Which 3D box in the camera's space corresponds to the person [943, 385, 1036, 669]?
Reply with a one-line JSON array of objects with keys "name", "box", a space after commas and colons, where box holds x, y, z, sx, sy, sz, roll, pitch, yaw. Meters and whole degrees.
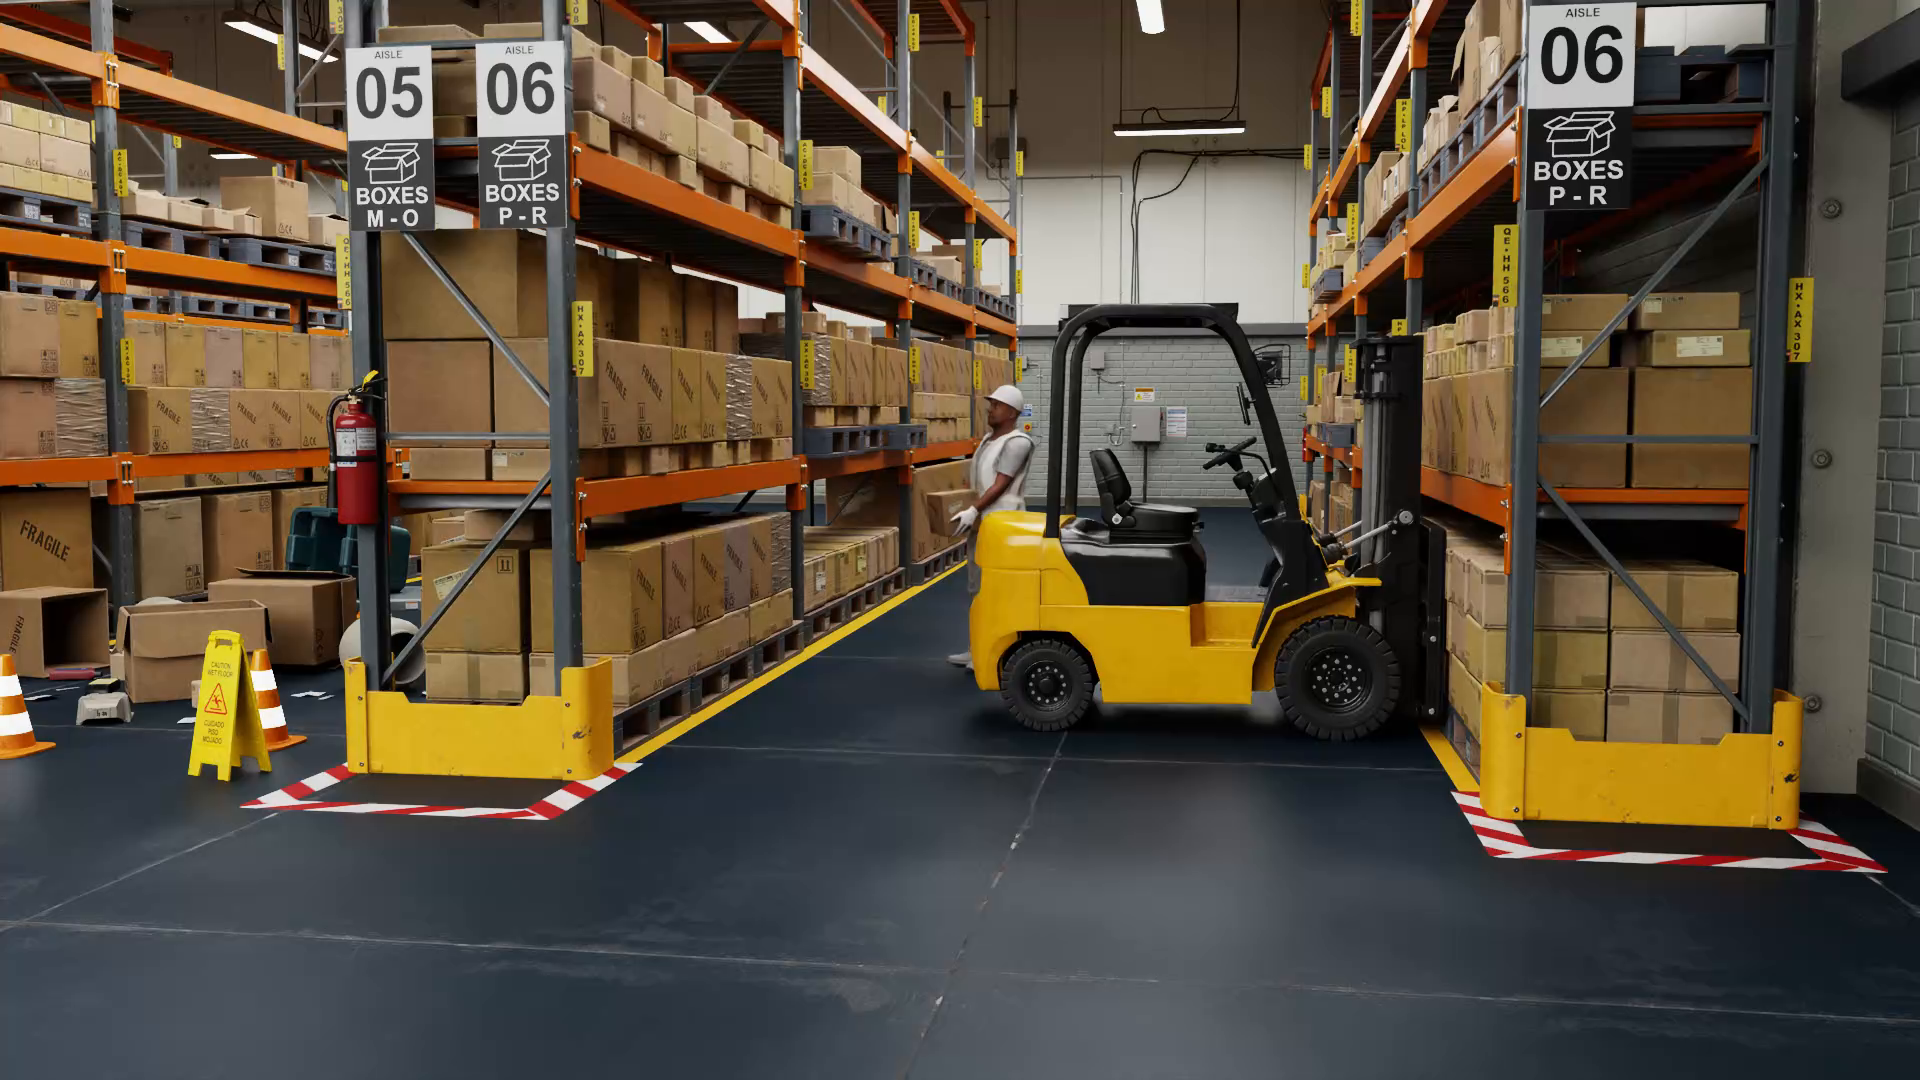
[{"name": "person", "box": [0.147, -0.078, 10.439, 0.570, 1.787, 0.503, -2, 5, -23]}]
